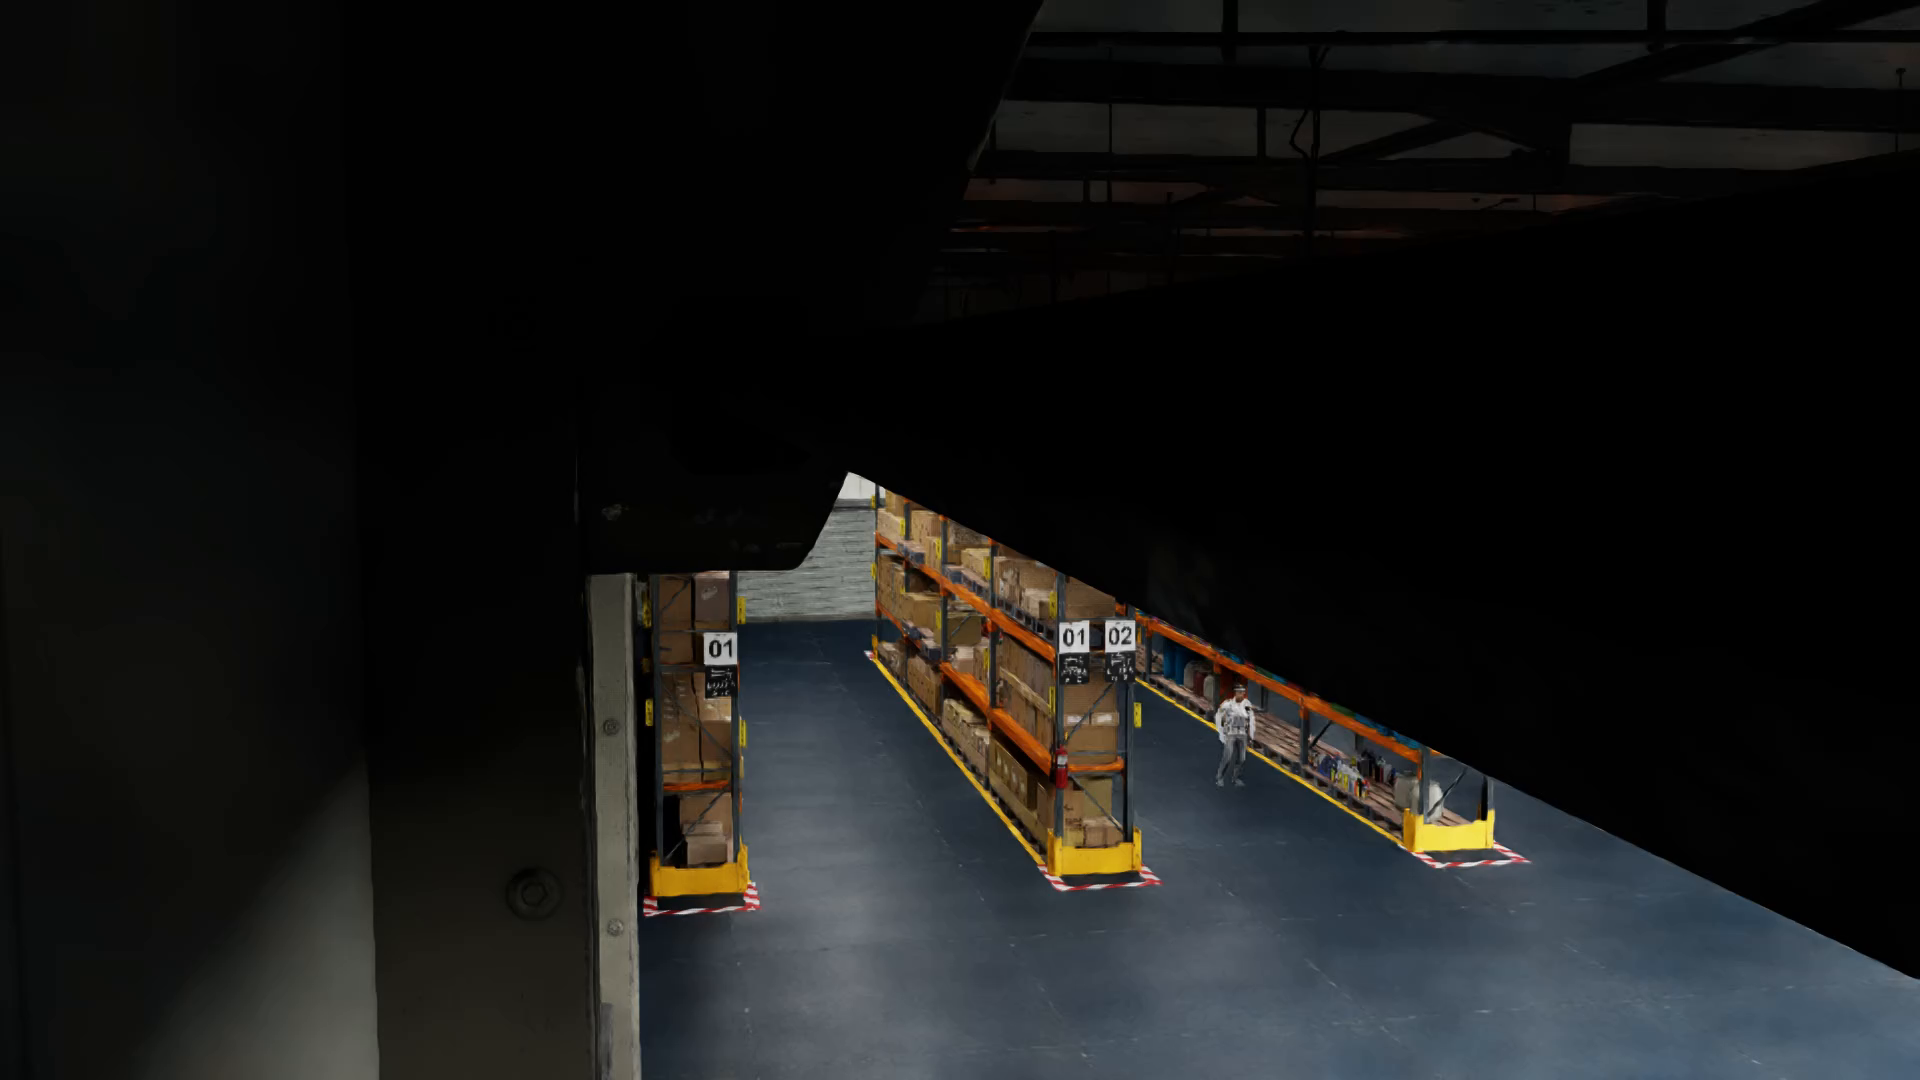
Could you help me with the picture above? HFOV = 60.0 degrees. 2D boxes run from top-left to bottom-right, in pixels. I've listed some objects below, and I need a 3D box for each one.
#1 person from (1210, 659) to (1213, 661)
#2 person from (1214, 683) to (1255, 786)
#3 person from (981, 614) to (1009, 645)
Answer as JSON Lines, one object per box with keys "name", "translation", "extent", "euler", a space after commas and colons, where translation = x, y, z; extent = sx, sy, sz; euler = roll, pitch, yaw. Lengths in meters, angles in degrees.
{"name": "person", "translation": [5.400, 1.881, 35.596], "extent": [0.598, 1.619, 0.507], "euler": [-1, 6, -13]}
{"name": "person", "translation": [4.167, 2.940, 25.228], "extent": [0.639, 1.632, 0.512], "euler": [-1, 6, -13]}
{"name": "person", "translation": [0.699, 2.005, 33.707], "extent": [0.564, 1.733, 1.032], "euler": [-1, 6, -13]}
